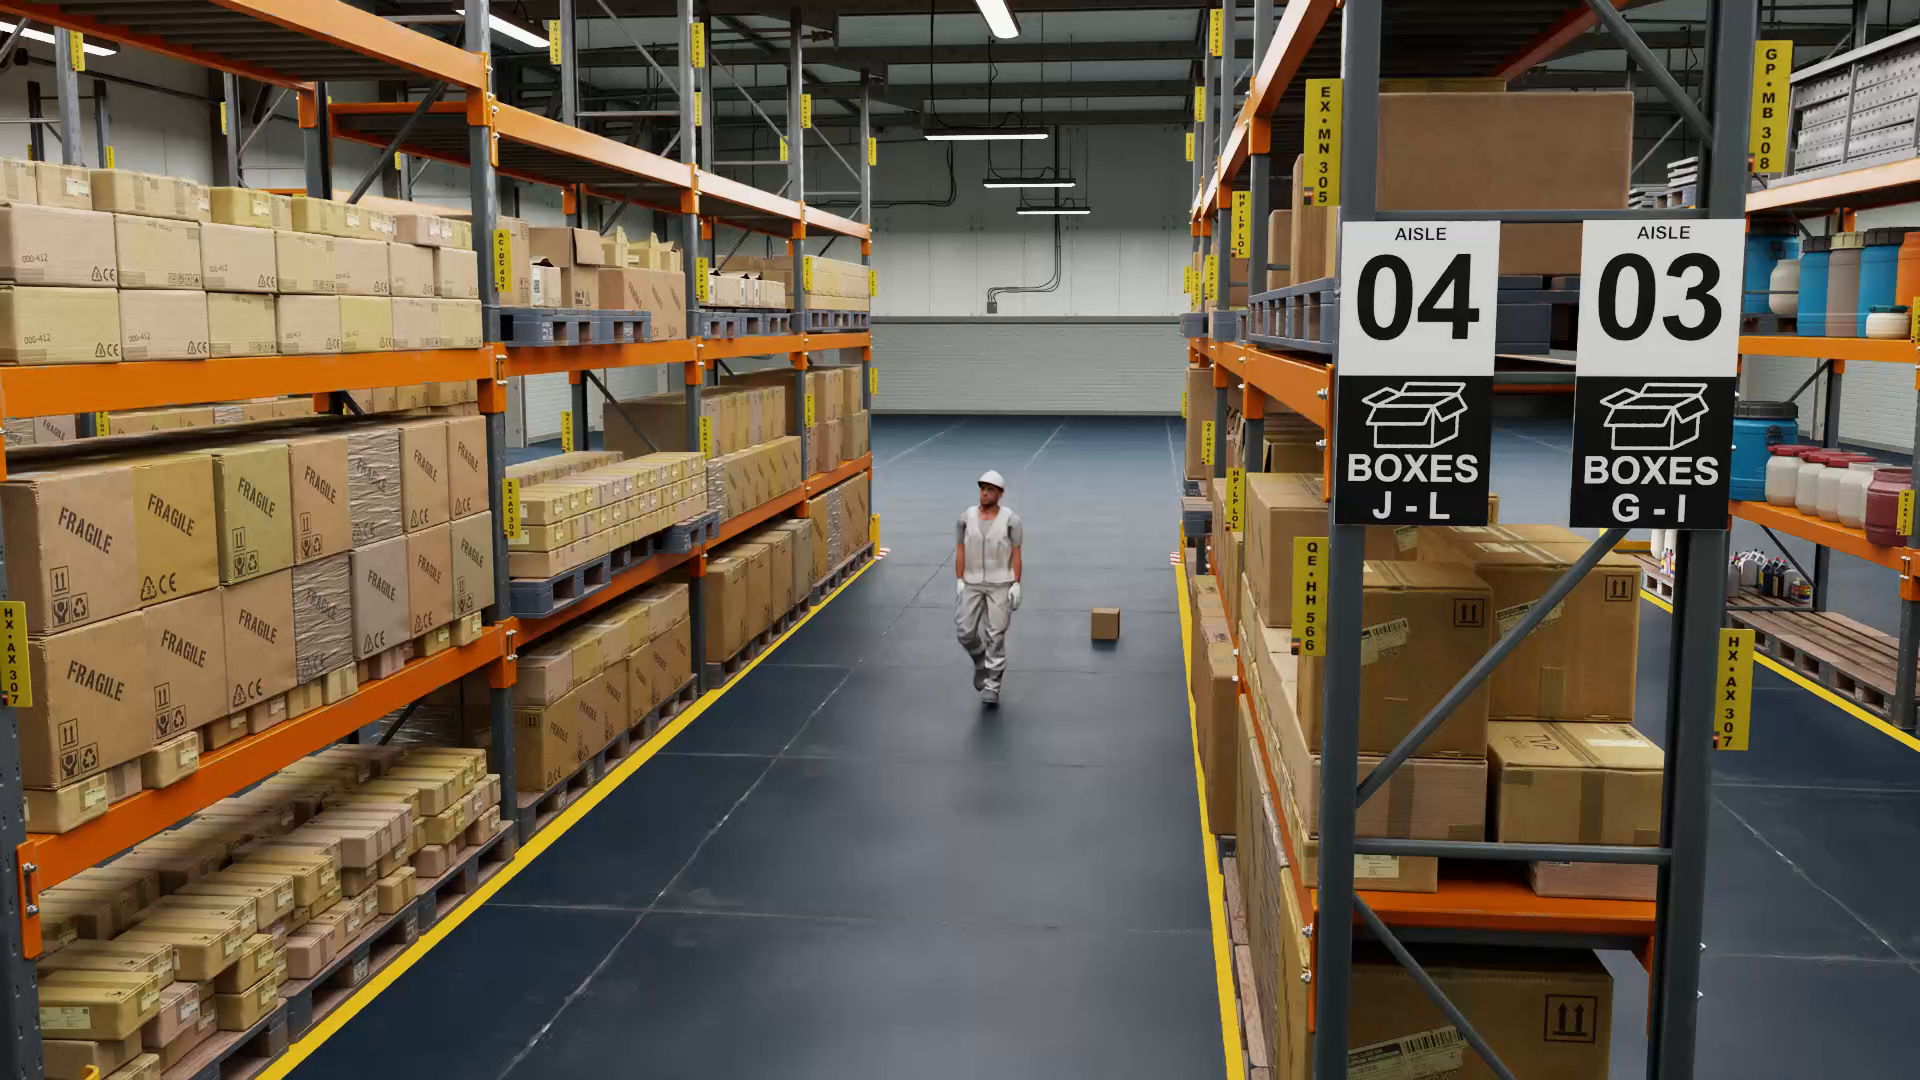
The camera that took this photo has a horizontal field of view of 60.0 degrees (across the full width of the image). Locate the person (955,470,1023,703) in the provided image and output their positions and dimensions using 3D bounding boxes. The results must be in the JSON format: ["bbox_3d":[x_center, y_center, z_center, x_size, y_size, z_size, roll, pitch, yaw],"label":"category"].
[{"bbox_3d":[0.223,0.352,12.843,0.542,1.782,0.550,2,8,13],"label":"person"}]
